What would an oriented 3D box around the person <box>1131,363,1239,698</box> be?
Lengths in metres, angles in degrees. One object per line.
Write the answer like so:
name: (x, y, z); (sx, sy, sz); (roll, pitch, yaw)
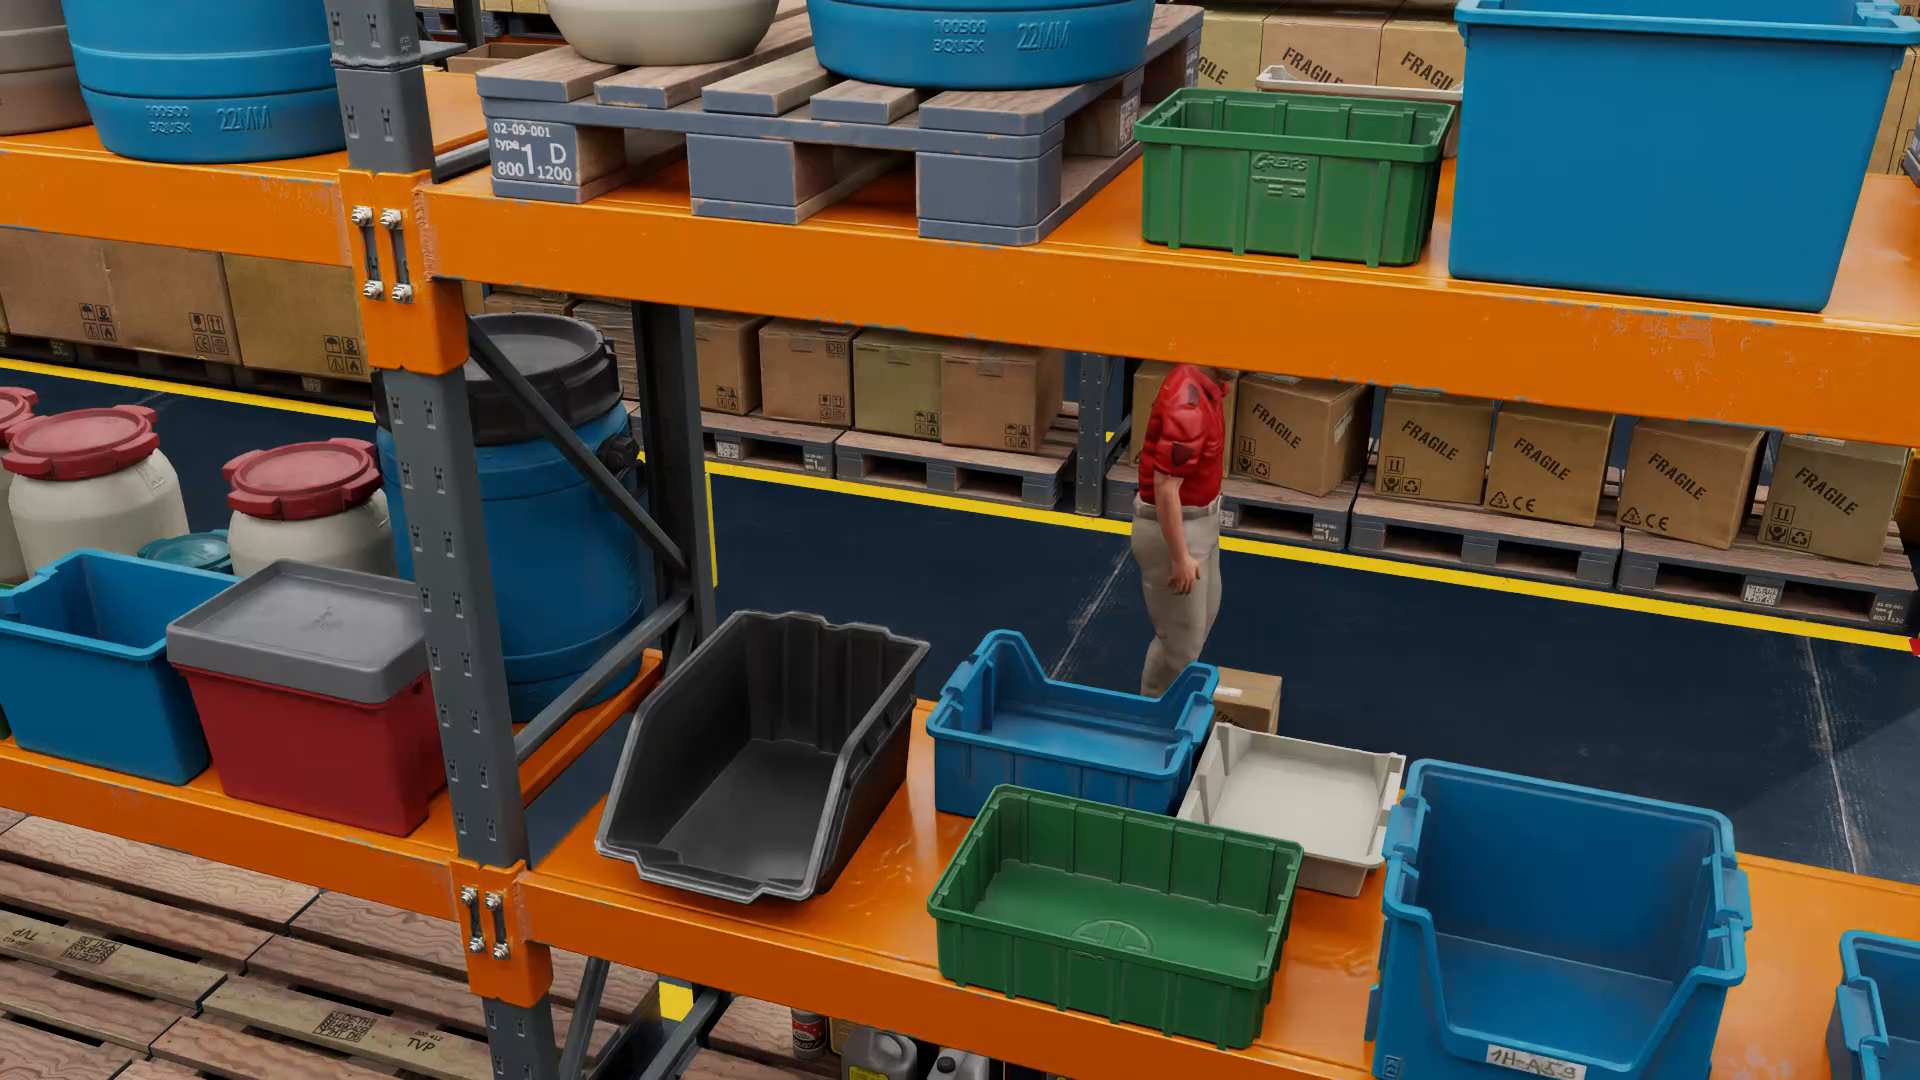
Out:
person: (0.846, -0.026, 6.182); (0.393, 1.725, 0.597); (7, 26, 15)
